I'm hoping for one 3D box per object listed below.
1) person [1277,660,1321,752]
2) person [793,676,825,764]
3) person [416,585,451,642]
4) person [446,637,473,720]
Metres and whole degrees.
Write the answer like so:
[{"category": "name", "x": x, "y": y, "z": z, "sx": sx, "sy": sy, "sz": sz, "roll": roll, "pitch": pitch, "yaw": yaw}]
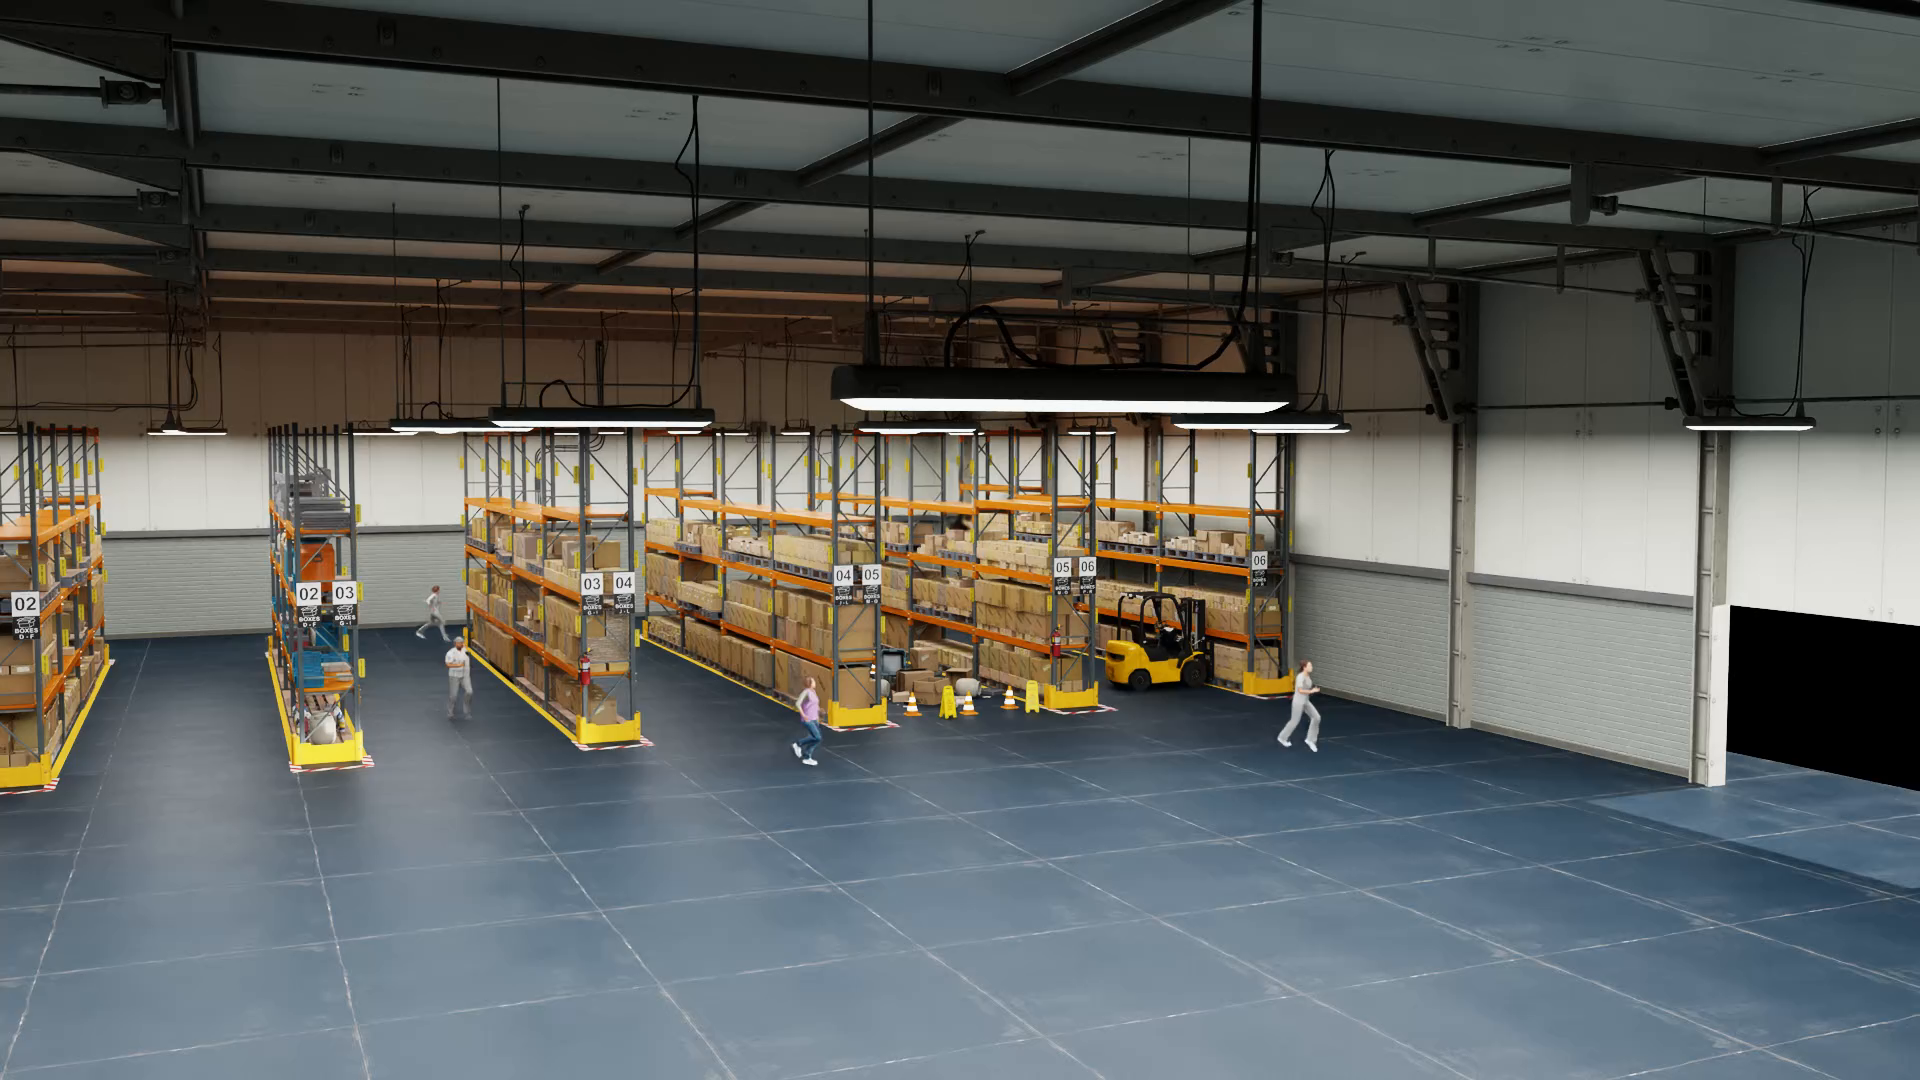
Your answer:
[{"category": "person", "x": 6.225, "y": 3.028, "z": 30.533, "sx": 0.836, "sy": 1.701, "sz": 0.586, "roll": 2, "pitch": 4, "yaw": 32}, {"category": "person", "x": -2.646, "y": 3.165, "z": 29.187, "sx": 0.521, "sy": 1.556, "sz": 0.588, "roll": 1, "pitch": 4, "yaw": 19}, {"category": "person", "x": -14.814, "y": 2.081, "z": 46.745, "sx": 0.930, "sy": 1.630, "sz": 0.506, "roll": -1, "pitch": 4, "yaw": -22}, {"category": "person", "x": -10.217, "y": 2.830, "z": 33.892, "sx": 0.605, "sy": 1.741, "sz": 0.756, "roll": -3, "pitch": 5, "yaw": -42}]
